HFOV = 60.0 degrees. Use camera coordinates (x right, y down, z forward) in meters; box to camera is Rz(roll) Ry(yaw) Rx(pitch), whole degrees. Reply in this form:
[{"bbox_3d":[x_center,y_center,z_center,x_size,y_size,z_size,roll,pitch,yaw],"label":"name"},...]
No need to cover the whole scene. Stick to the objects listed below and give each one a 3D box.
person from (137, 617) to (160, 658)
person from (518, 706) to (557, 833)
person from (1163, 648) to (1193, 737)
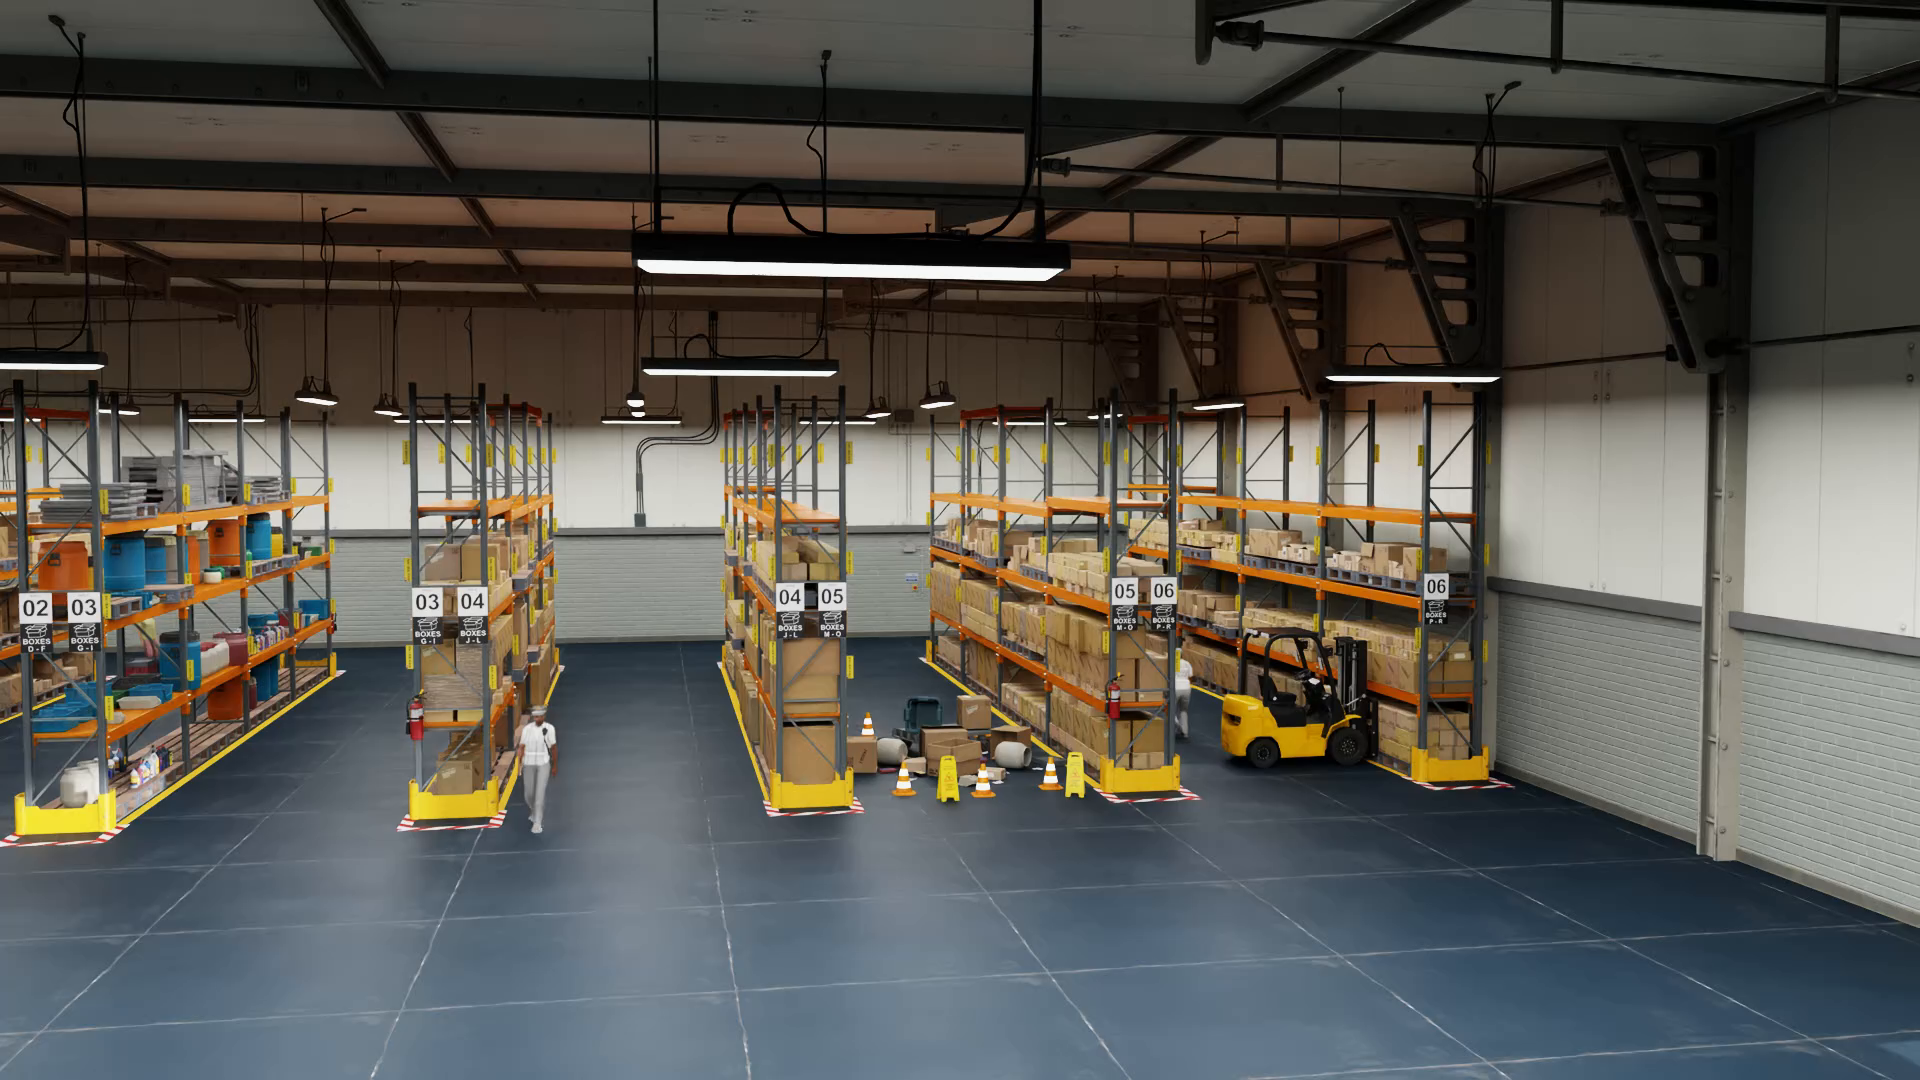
[{"bbox_3d":[-18.376,2.261,37.629,0.571,1.644,0.463,2,4,39],"label":"person"},{"bbox_3d":[-5.695,3.050,22.403,0.508,1.649,0.752,0,3,-8],"label":"person"},{"bbox_3d":[3.904,2.720,29.815,0.588,1.559,0.721,0,3,-9],"label":"person"}]
